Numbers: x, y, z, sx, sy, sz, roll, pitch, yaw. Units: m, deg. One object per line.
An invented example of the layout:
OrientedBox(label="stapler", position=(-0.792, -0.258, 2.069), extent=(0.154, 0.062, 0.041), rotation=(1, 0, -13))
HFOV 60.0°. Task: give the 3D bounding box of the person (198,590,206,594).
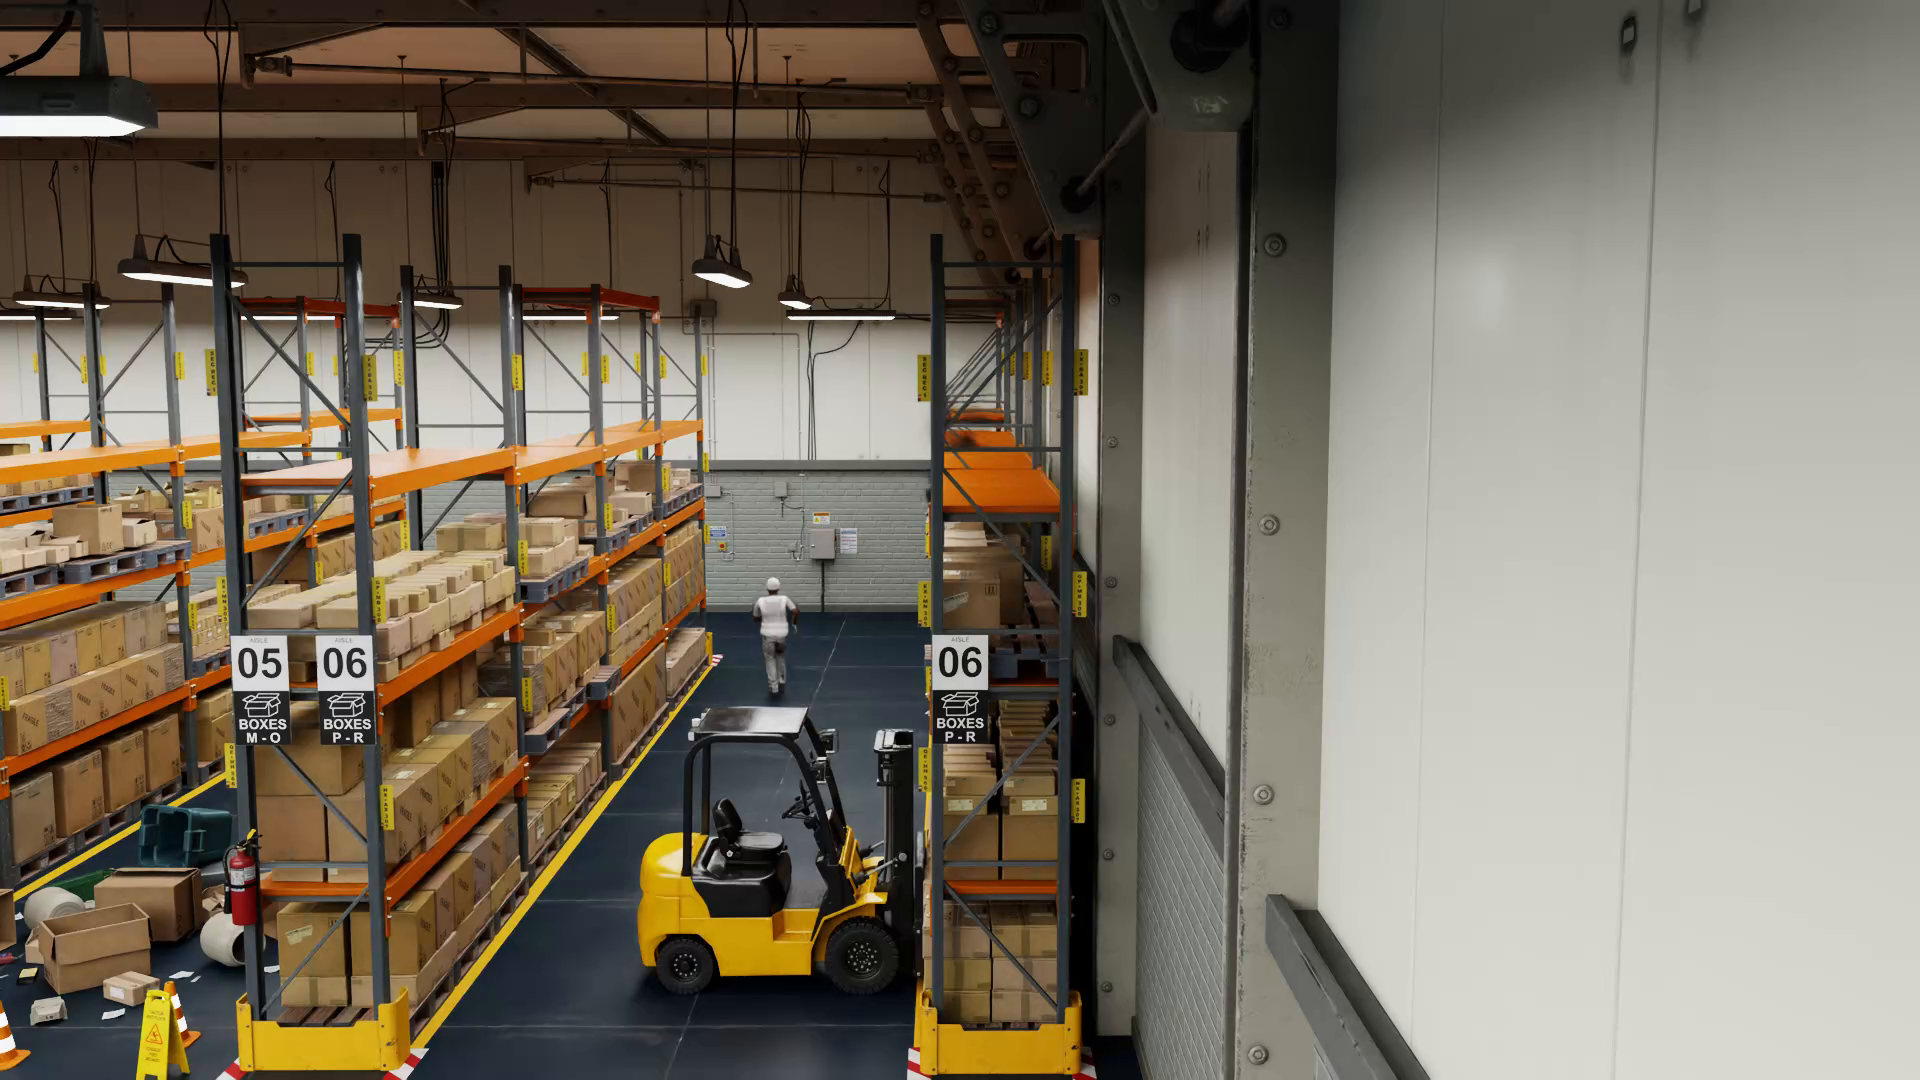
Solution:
OrientedBox(label="person", position=(-11.507, 1.567, 25.398), extent=(0.583, 1.631, 0.572), rotation=(0, 6, -2))

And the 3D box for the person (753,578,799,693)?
OrientedBox(label="person", position=(-2.834, 1.476, 25.441), extent=(0.656, 1.824, 0.744), rotation=(-2, 7, -16))
